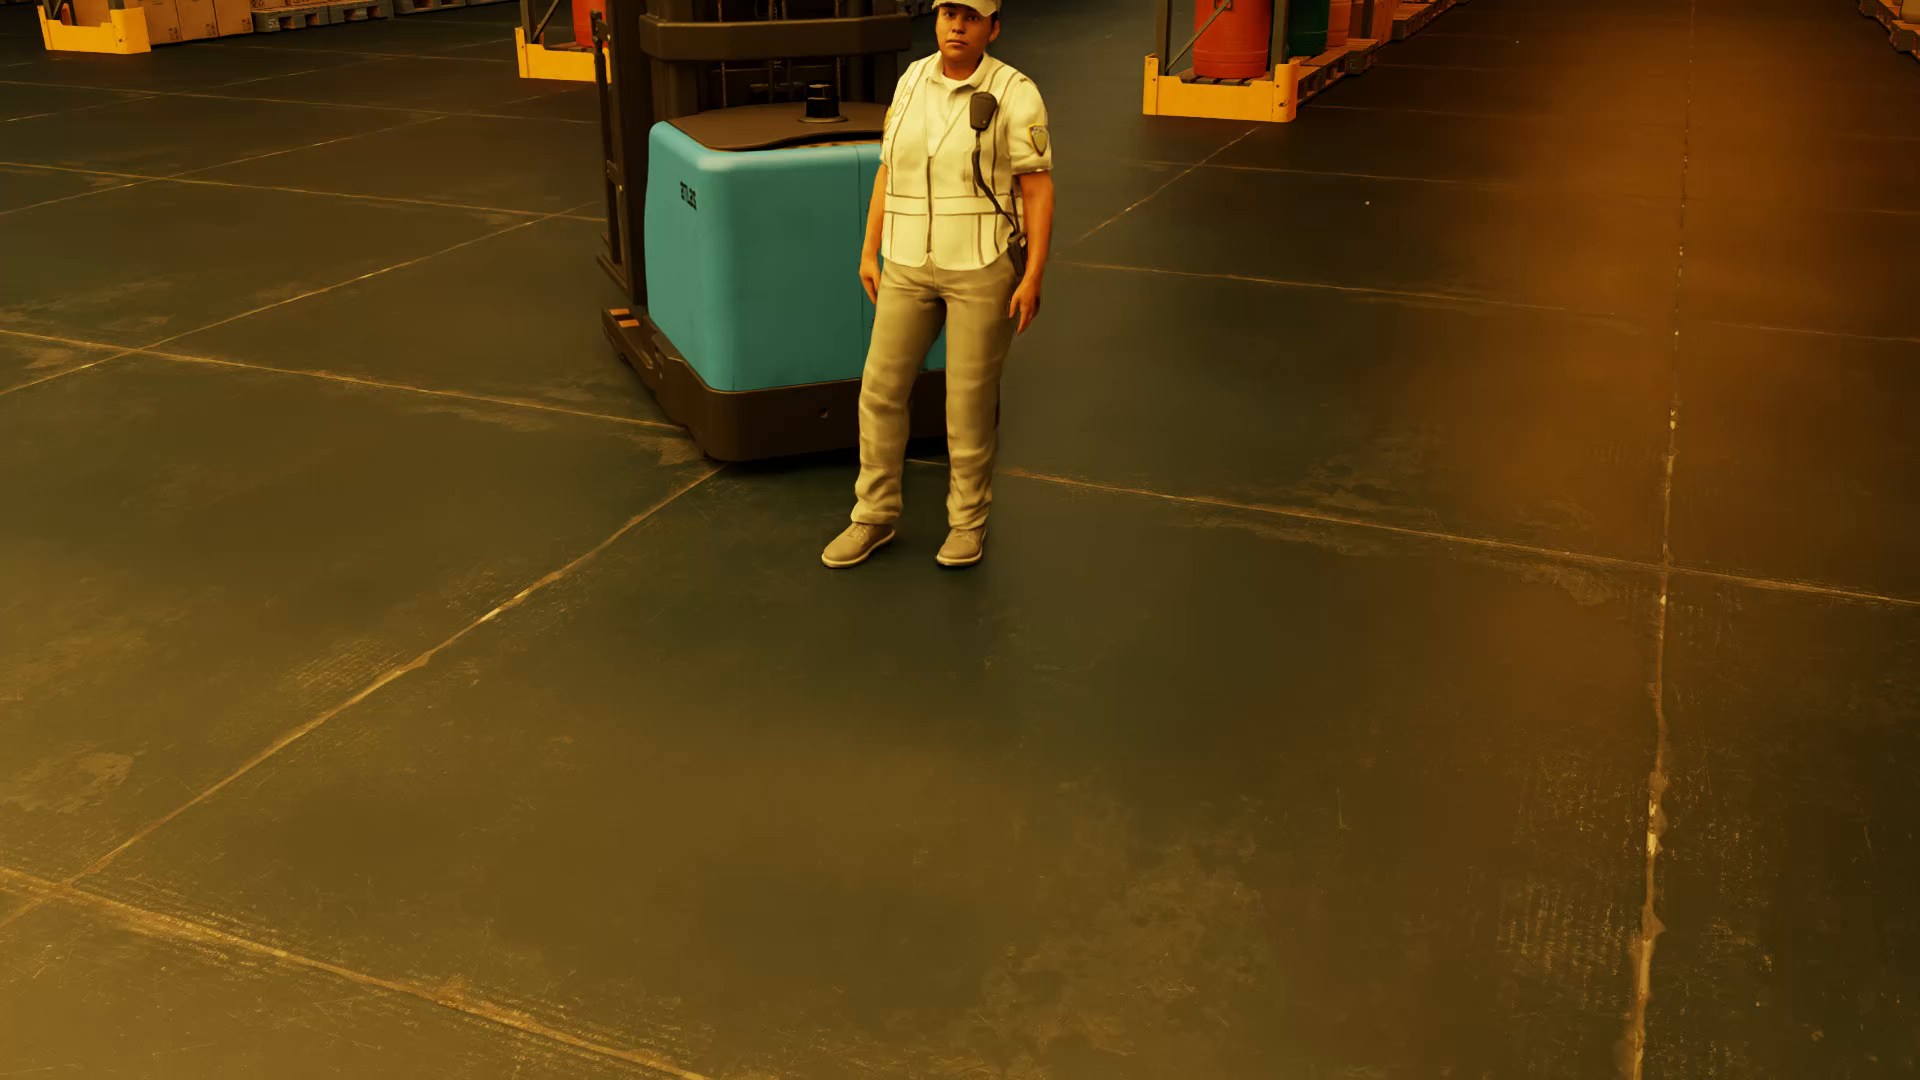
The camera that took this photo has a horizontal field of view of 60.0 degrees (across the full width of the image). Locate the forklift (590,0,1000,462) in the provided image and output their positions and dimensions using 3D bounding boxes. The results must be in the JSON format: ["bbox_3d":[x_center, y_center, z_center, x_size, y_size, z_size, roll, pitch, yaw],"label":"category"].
[{"bbox_3d":[-0.873,-2.150,6.437,1.130,2.935,3.031,-9,24,-20],"label":"forklift"}]

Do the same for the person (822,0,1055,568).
[{"bbox_3d":[-0.057,-0.733,4.693,0.599,1.670,0.516,10,25,22],"label":"person"}]
